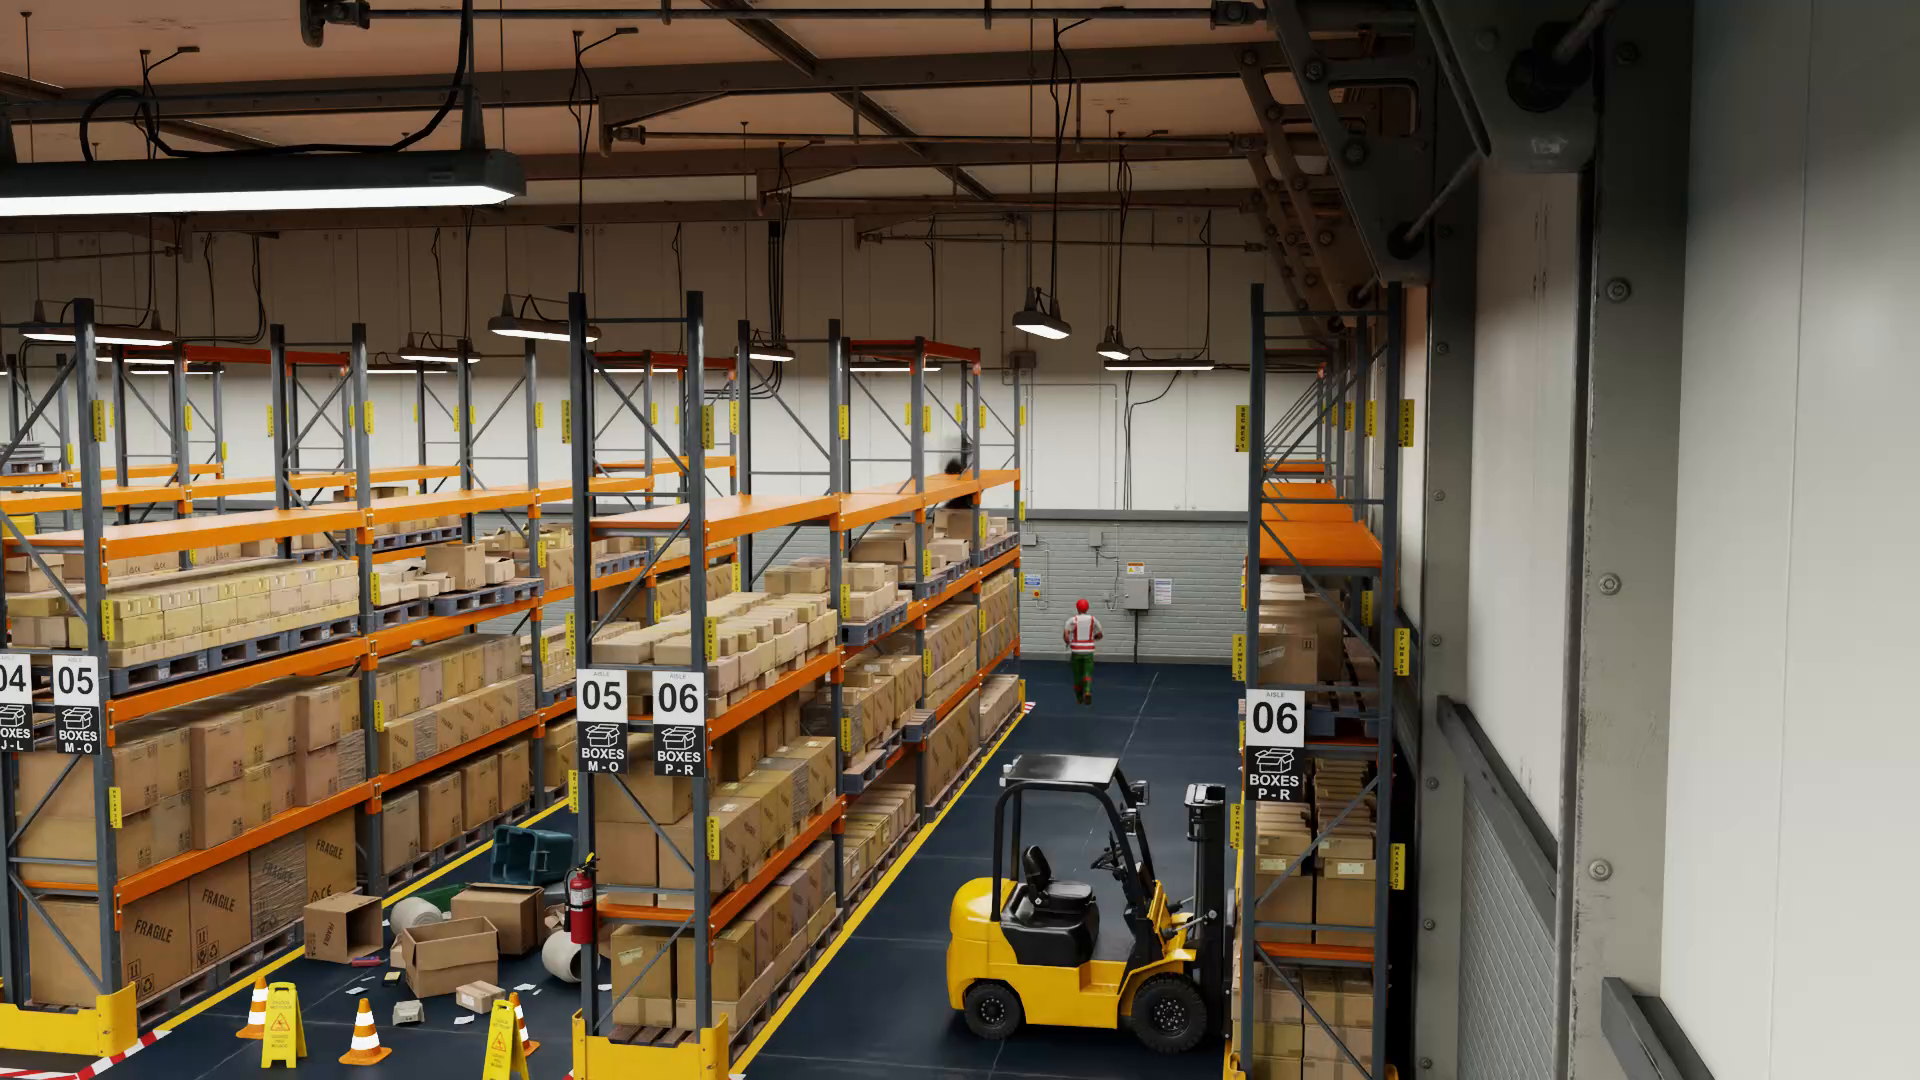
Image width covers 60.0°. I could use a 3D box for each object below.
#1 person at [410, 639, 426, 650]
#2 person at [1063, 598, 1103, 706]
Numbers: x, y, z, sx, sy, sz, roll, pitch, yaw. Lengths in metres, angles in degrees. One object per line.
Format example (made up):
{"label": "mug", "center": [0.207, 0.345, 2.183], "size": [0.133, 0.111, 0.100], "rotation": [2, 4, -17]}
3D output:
{"label": "person", "center": [-8.263, 2.299, 25.245], "size": [0.647, 1.665, 0.796], "rotation": [0, 5, 5]}
{"label": "person", "center": [1.986, 1.817, 27.022], "size": [0.641, 1.774, 0.807], "rotation": [0, 5, -2]}
